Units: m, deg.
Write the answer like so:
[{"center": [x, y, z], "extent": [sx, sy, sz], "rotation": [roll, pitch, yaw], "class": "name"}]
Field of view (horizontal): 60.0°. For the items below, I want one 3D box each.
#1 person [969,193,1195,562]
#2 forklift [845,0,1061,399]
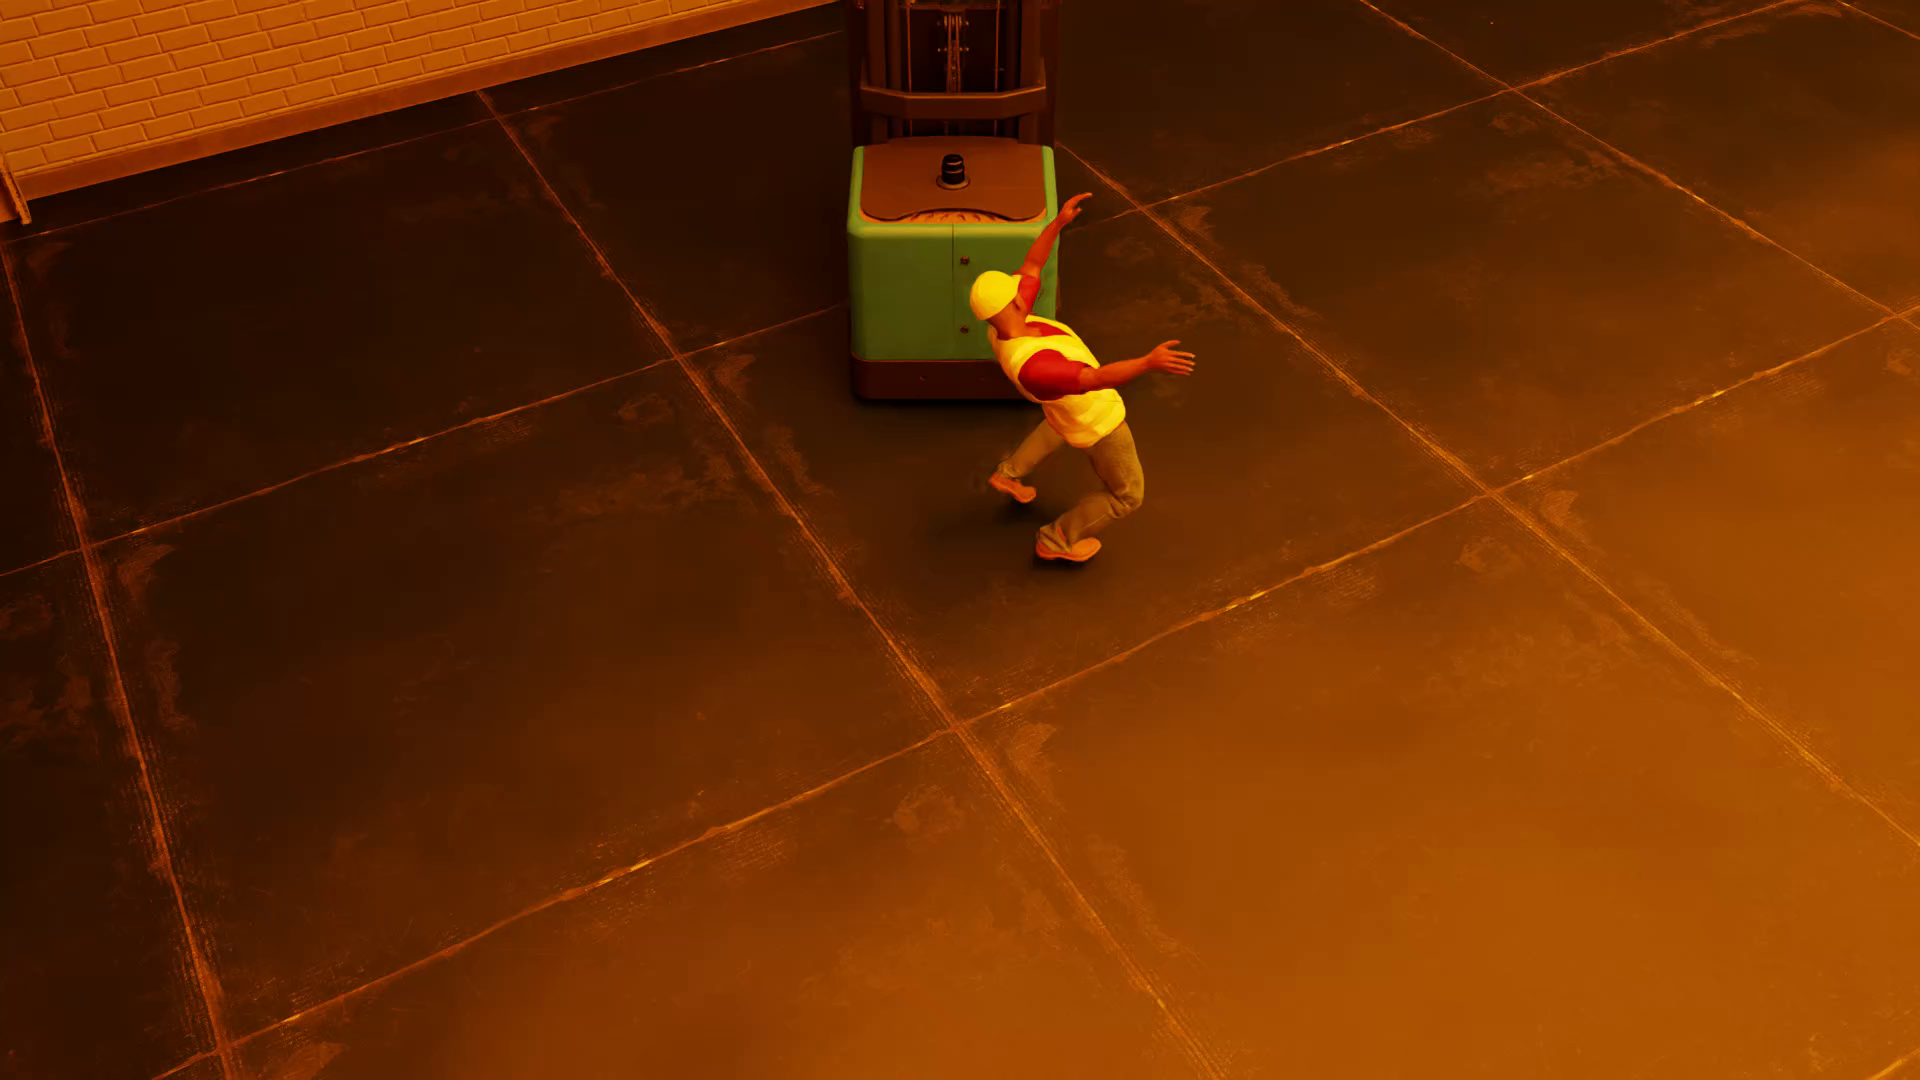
[{"center": [0.467, -0.536, 7.212], "extent": [0.702, 1.622, 1.090], "rotation": [-18, 46, -19], "class": "person"}, {"center": [-0.035, -2.775, 8.690], "extent": [1.130, 2.935, 3.031], "rotation": [0, 43, 0], "class": "forklift"}]
